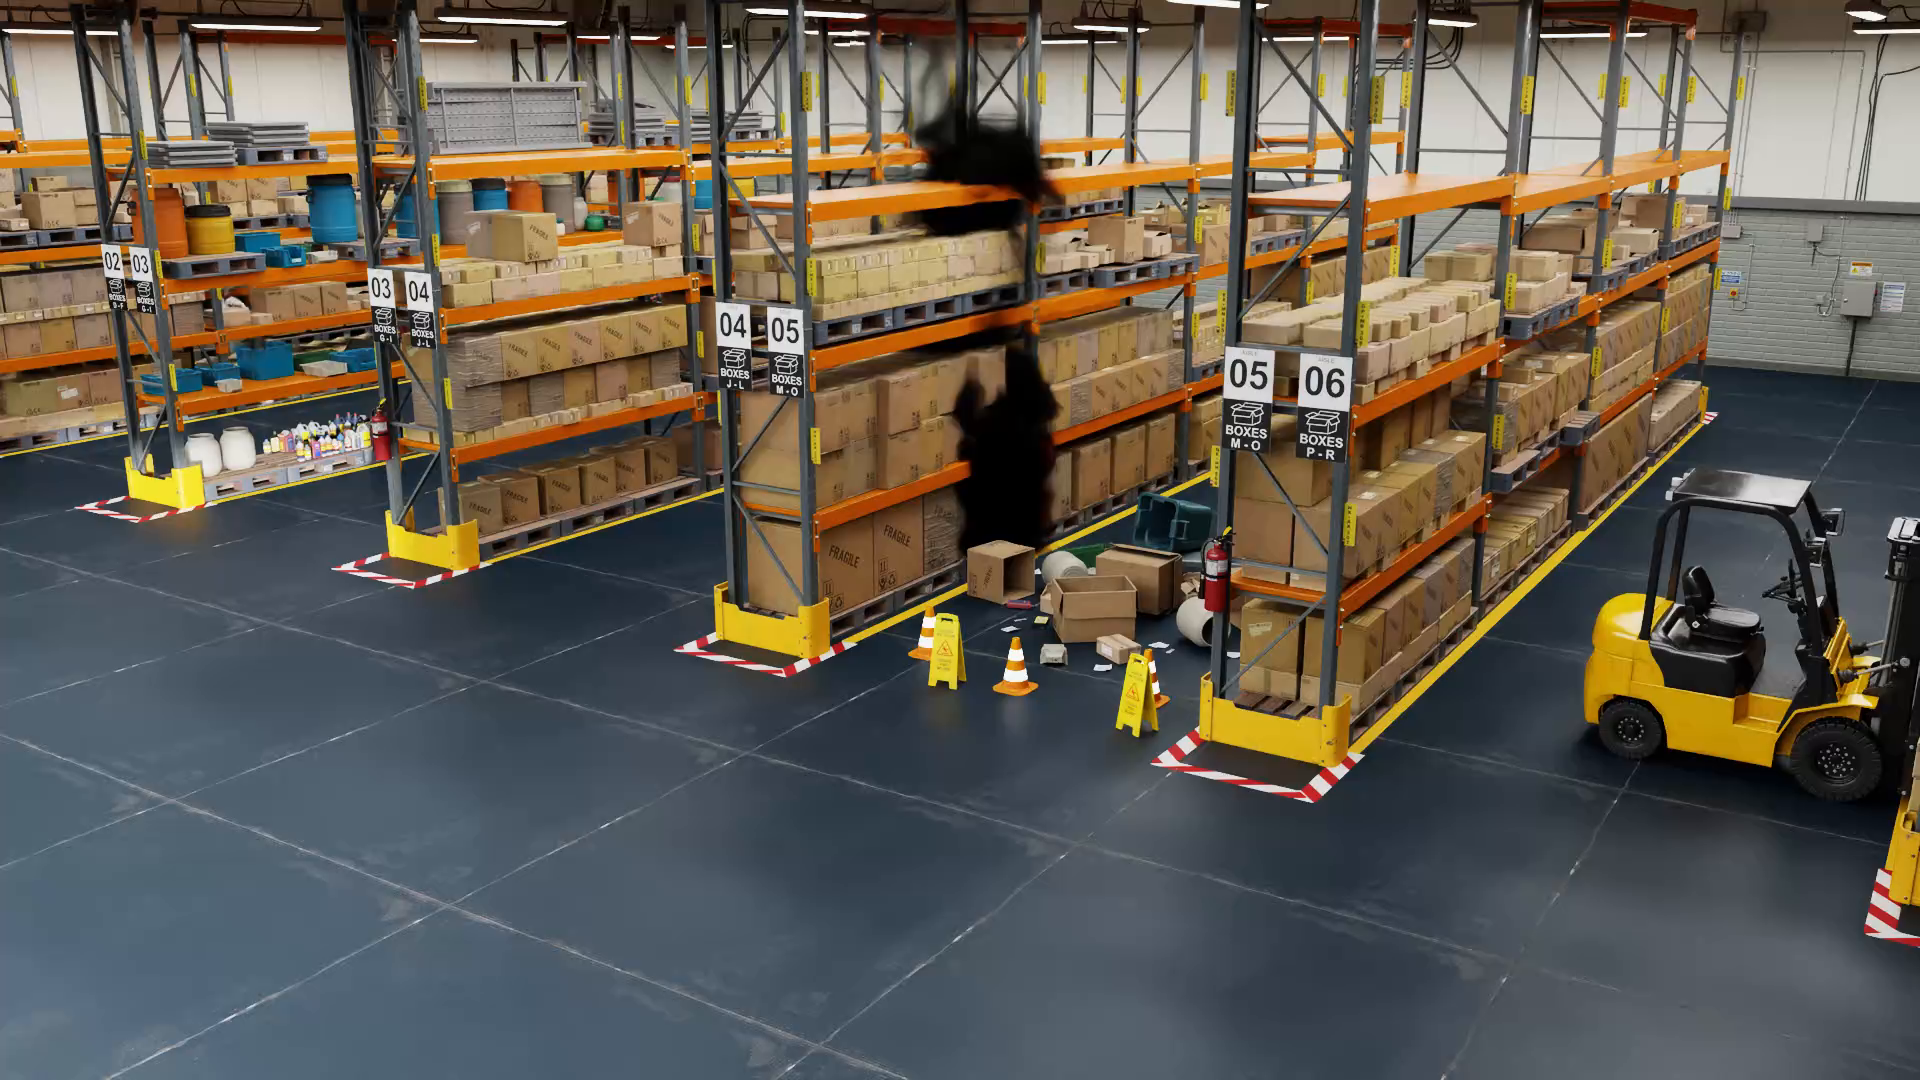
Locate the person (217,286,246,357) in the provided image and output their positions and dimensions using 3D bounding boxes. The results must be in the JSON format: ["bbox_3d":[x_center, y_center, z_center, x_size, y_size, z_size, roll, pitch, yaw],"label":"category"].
[{"bbox_3d":[-12.772,-3.662,29.139,0.664,1.733,0.624,7,17,23],"label":"person"}]

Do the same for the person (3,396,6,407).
[{"bbox_3d":[-14.827,-2.605,25.301,0.637,1.814,0.711,10,19,33],"label":"person"}]
